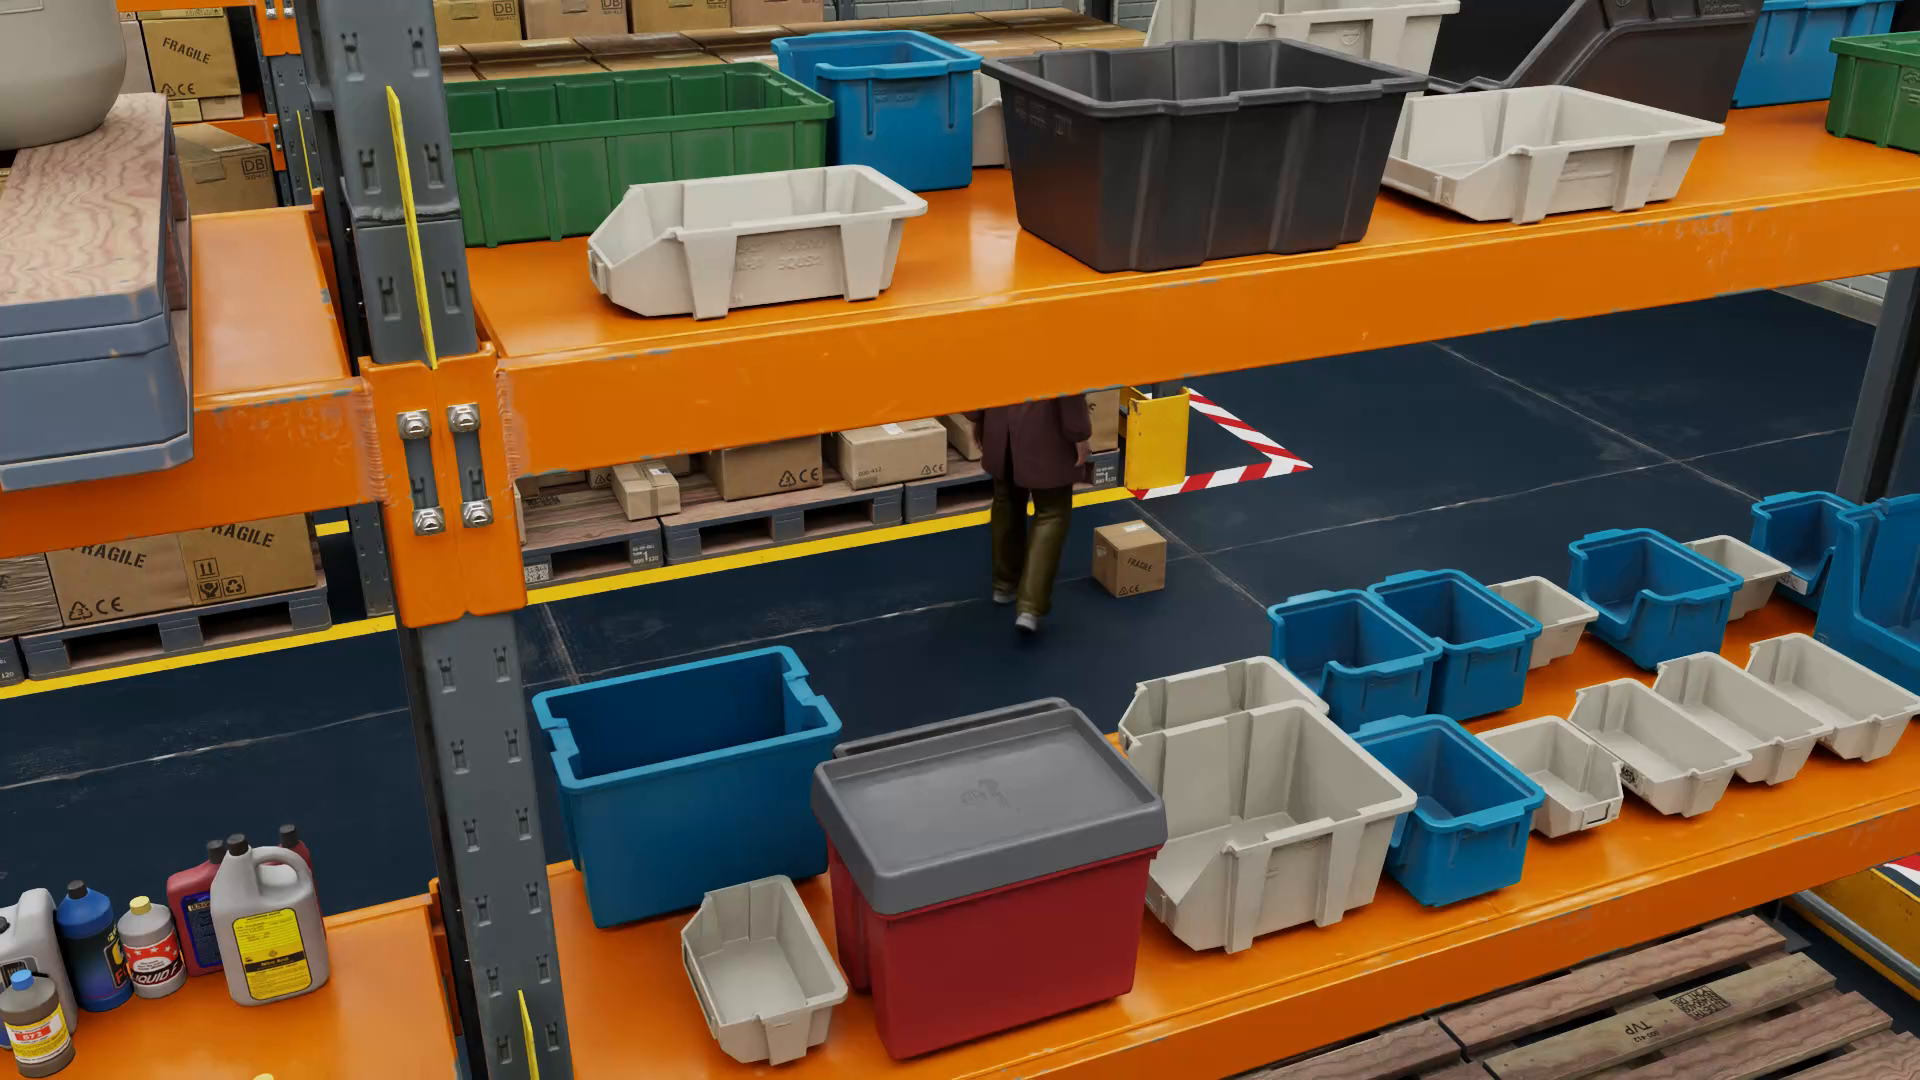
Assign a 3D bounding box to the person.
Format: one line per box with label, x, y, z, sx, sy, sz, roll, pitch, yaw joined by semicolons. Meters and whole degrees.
person;0.308;-0.475;7.144;0.612;1.821;0.633;19;32;34
